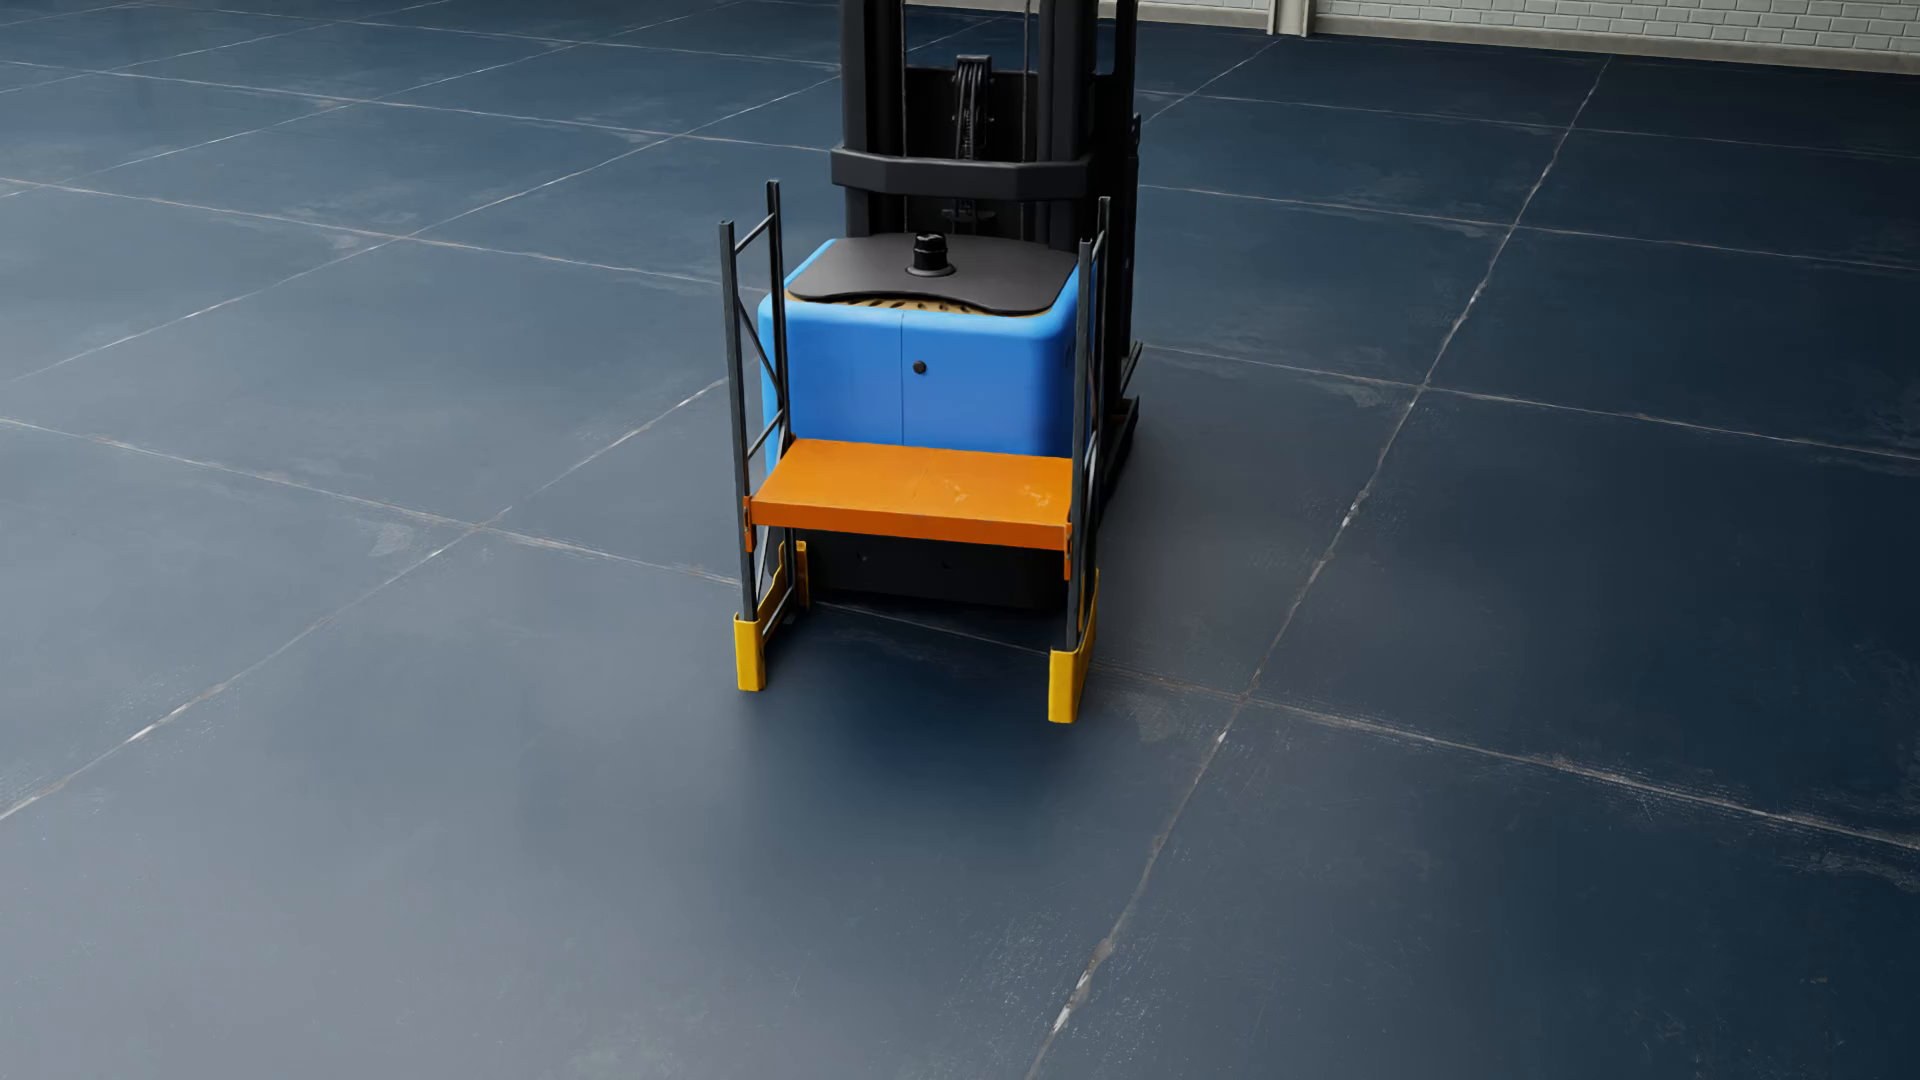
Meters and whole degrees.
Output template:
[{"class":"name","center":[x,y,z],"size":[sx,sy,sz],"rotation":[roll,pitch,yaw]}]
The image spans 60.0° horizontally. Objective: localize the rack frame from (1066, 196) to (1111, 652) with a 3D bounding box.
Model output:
[{"class":"rack frame","center":[0.384,-0.235,5.030],"size":[0.032,1.500,0.500],"rotation":[5,27,10]}]

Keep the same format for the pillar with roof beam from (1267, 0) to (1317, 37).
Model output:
[{"class":"pillar with roof beam","center":[1.481,-7.310,10.910],"size":[0.400,9.000,9.100],"rotation":[11,28,22]}]

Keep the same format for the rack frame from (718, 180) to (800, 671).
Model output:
[{"class":"rack frame","center":[-0.615,-0.319,5.201],"size":[0.032,1.500,0.500],"rotation":[5,27,10]}]

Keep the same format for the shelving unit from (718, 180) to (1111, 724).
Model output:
[{"class":"shelving unit","center":[-0.125,-0.278,5.117],"size":[1.083,1.500,0.587],"rotation":[5,27,10]}]

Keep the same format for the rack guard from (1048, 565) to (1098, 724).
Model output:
[{"class":"rack guard","center":[0.365,0.324,5.309],"size":[0.087,0.250,0.587],"rotation":[5,27,10]}]

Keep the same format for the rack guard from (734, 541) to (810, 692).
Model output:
[{"class":"rack guard","center":[-0.614,0.241,5.477],"size":[0.087,0.250,0.587],"rotation":[5,27,10]}]

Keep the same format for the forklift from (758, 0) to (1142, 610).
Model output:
[{"class":"forklift","center":[0.155,-1.710,6.404],"size":[1.130,2.935,3.031],"rotation":[6,27,12]}]

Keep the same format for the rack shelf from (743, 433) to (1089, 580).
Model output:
[{"class":"rack shelf","center":[-0.116,-0.116,5.195],"size":[1.000,0.185,0.538],"rotation":[5,27,10]}]
